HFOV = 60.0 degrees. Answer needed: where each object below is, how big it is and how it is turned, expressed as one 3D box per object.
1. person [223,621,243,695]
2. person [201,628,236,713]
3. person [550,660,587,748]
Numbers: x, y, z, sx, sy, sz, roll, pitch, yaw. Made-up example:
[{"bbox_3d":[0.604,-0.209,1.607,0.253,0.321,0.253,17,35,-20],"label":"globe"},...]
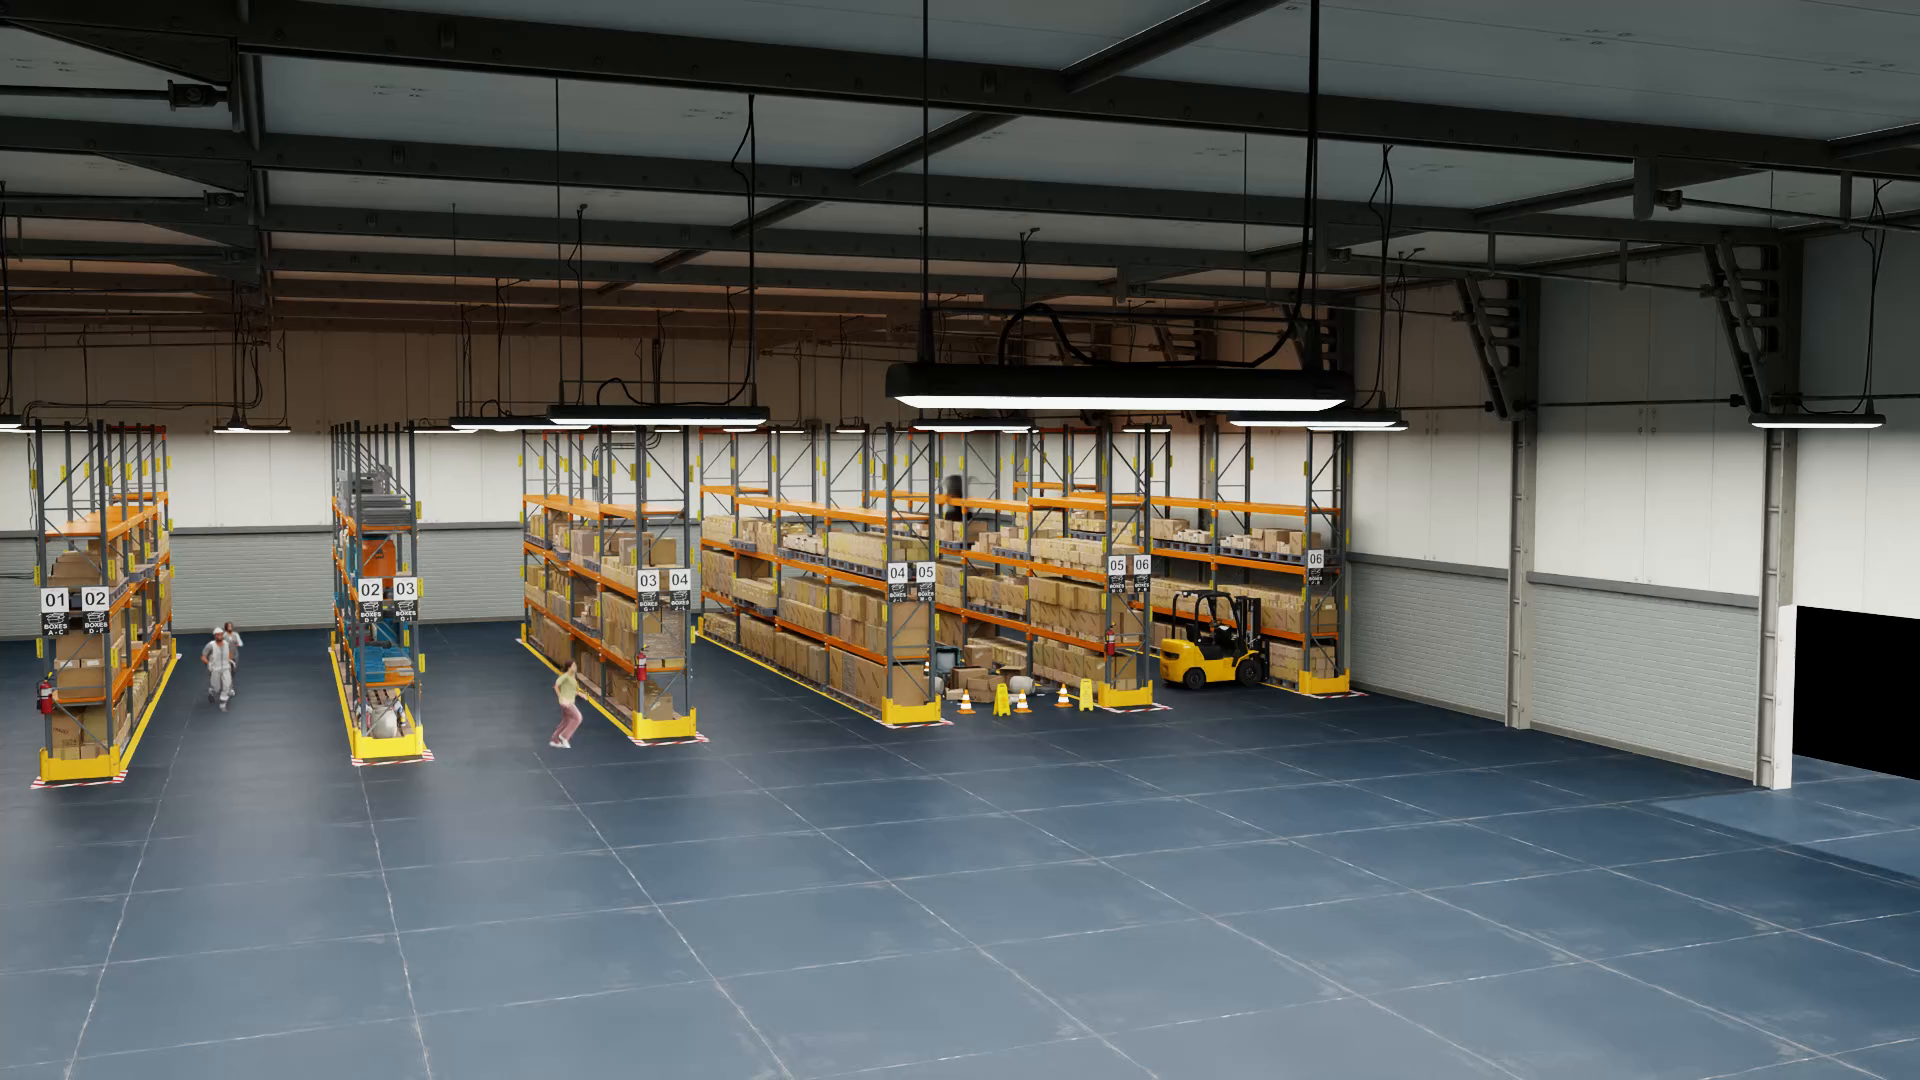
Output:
[{"bbox_3d":[-16.192,2.598,36.860,0.550,1.593,0.887,-3,4,-37],"label":"person"},{"bbox_3d":[-15.410,2.698,34.565,0.663,1.751,0.772,-3,5,-44],"label":"person"},{"bbox_3d":[-7.203,2.999,30.454,0.695,1.623,0.533,0,4,5],"label":"person"}]
